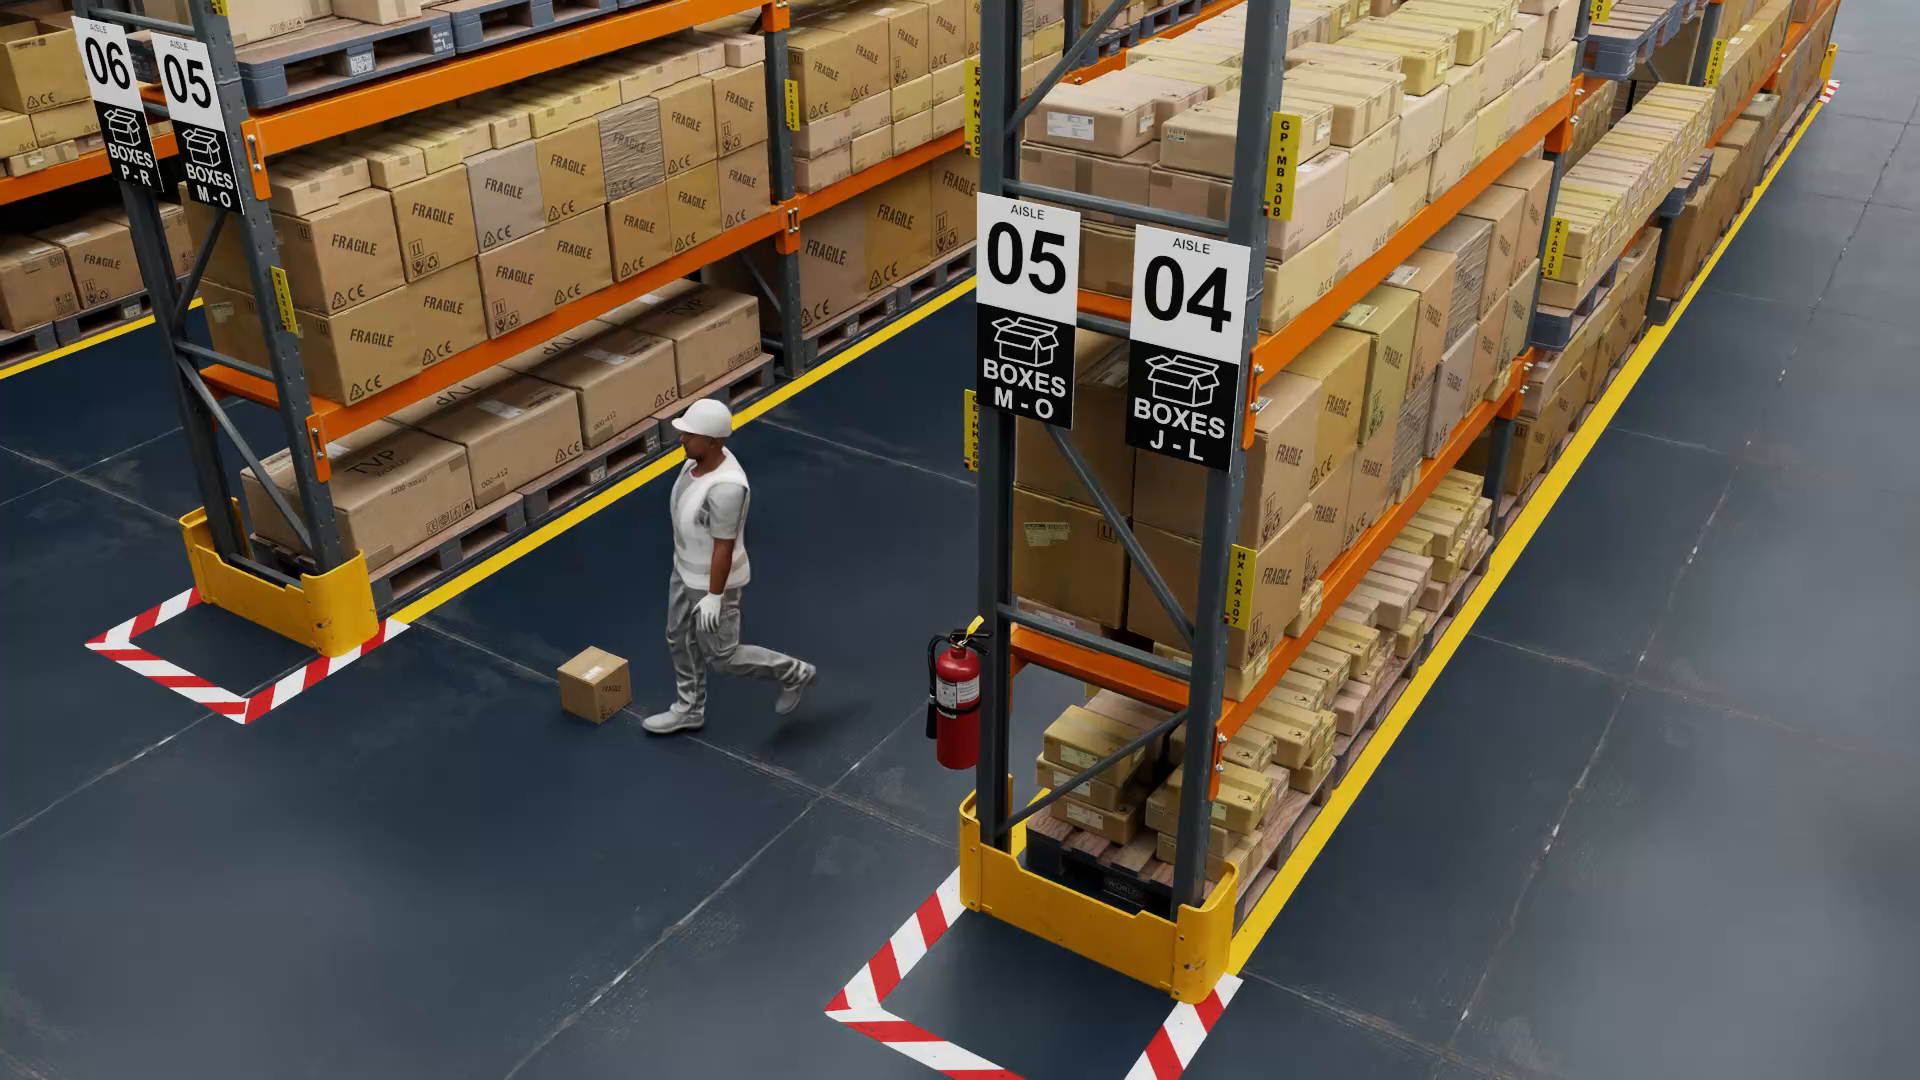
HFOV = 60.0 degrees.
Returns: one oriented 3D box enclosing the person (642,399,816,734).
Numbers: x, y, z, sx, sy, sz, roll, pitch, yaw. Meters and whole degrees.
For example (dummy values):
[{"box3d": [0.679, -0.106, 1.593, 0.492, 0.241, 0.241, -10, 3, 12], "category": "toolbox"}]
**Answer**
[{"box3d": [-1.154, 0.147, 7.903, 0.846, 1.762, 0.577, -13, 33, -21], "category": "person"}]
